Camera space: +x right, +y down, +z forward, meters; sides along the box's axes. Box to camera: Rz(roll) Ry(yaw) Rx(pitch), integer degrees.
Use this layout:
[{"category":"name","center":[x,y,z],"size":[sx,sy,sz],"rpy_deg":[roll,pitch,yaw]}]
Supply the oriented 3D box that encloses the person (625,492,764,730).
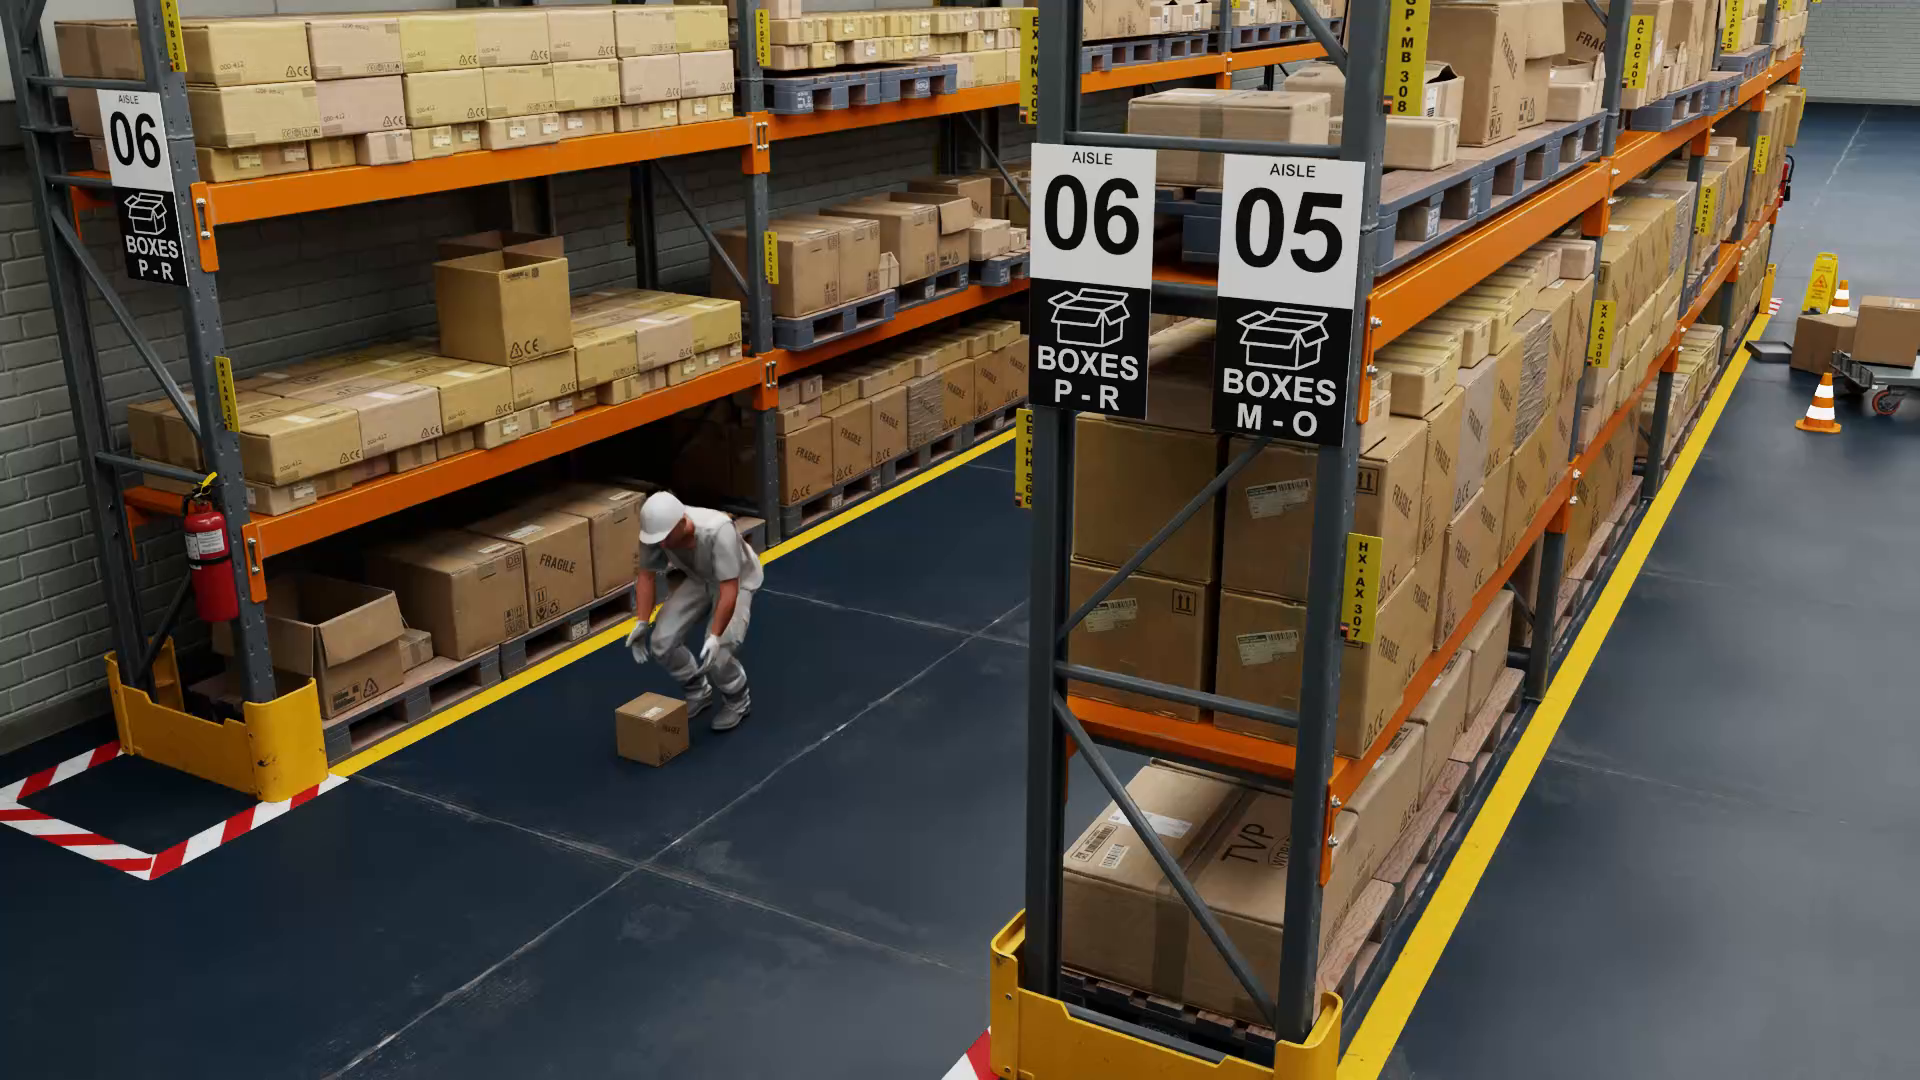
[{"category":"person","center":[-1.289,0.322,8.321],"size":[0.584,1.321,0.808],"rpy_deg":[10,22,28]}]
